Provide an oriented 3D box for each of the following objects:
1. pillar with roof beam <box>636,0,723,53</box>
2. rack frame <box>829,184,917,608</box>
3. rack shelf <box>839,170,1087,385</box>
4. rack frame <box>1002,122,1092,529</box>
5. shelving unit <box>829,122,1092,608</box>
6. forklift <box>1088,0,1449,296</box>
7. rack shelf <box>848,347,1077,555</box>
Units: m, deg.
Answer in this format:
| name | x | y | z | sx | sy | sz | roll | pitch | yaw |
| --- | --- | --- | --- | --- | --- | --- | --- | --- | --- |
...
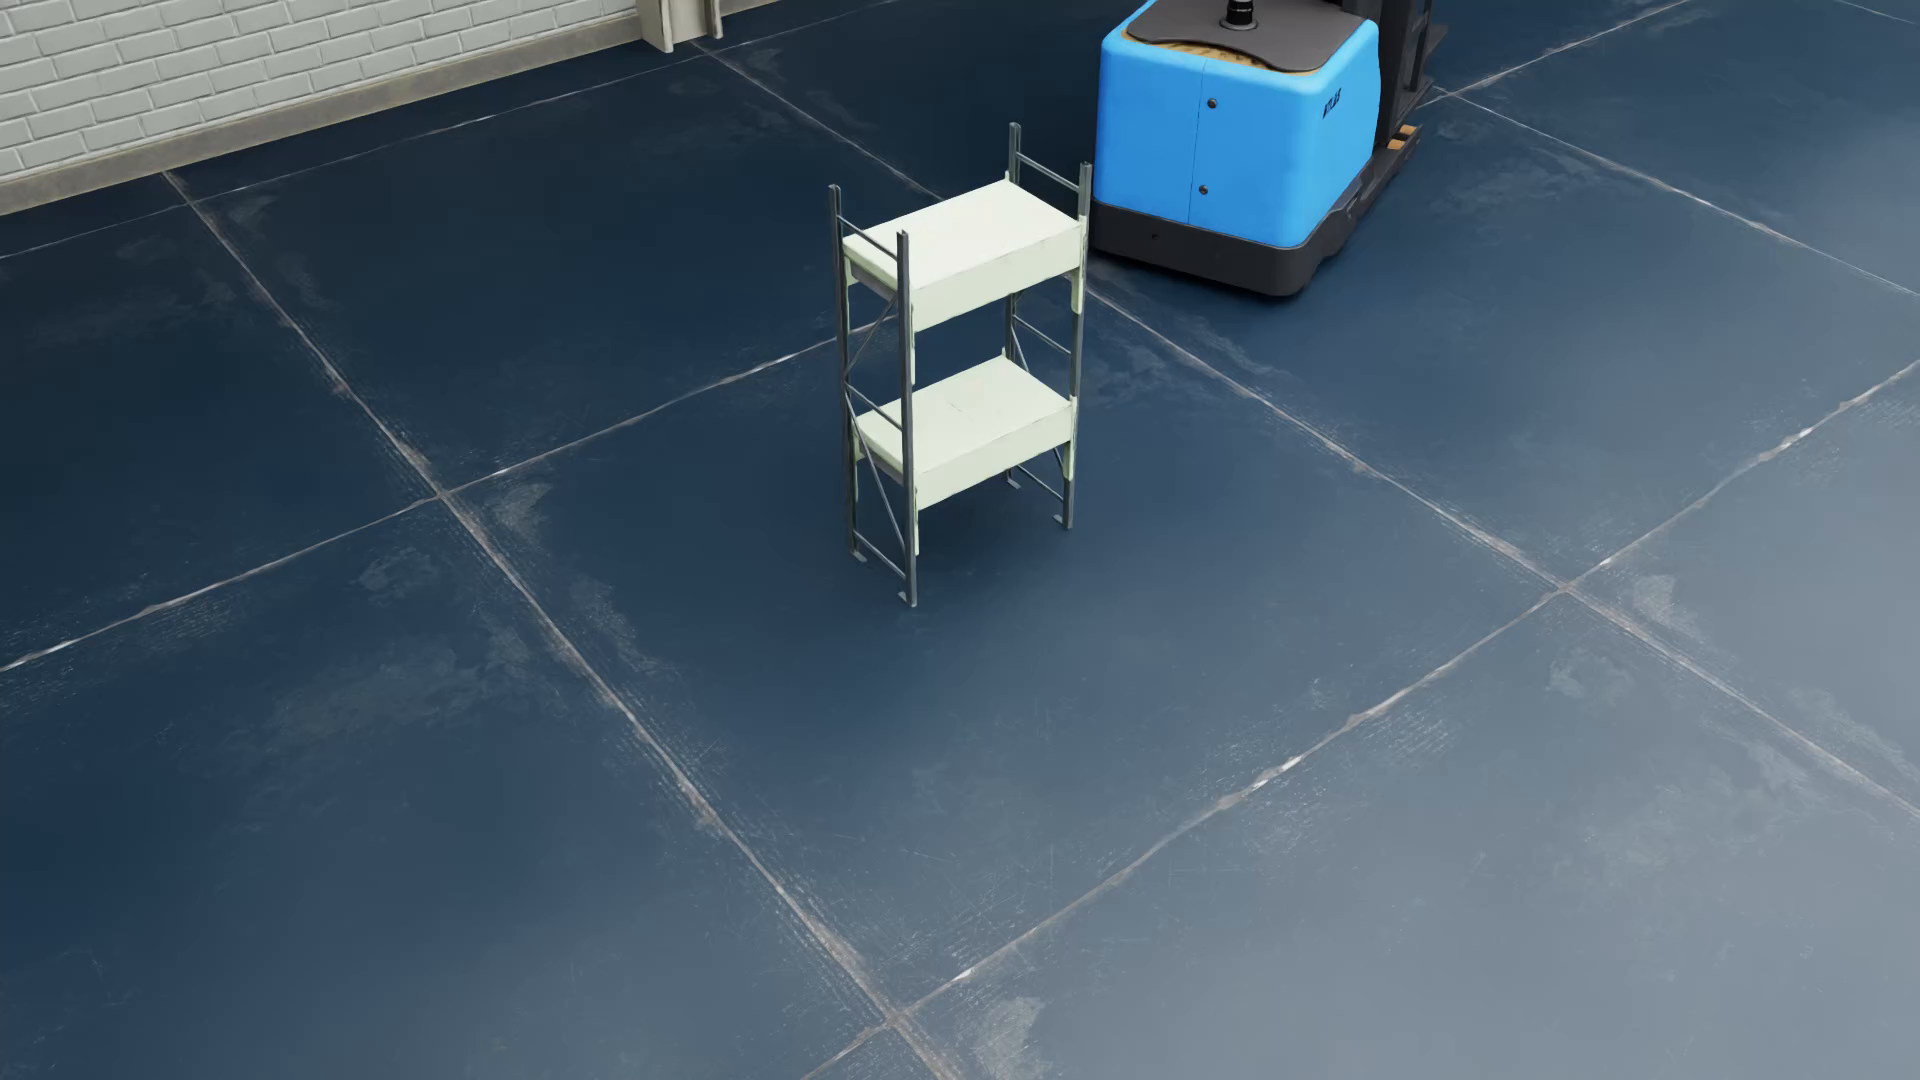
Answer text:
| name | x | y | z | sx | sy | sz | roll | pitch | yaw |
| --- | --- | --- | --- | --- | --- | --- | --- | --- | --- |
| pillar with roof beam | 0.966 | -4.313 | 4.412 | 0.400 | 9.000 | 9.100 | -26 | 46 | -28 |
| rack frame | -0.285 | -0.441 | 5.605 | 0.023 | 1.500 | 0.400 | -26 | 46 | -28 |
| rack shelf | 0.005 | -0.884 | 5.530 | 0.720 | 0.370 | 0.431 | -26 | 46 | -28 |
| rack frame | 0.295 | -0.724 | 5.950 | 0.023 | 1.500 | 0.400 | -26 | 46 | -28 |
| shelving unit | 0.005 | -0.582 | 5.777 | 0.755 | 1.500 | 0.431 | -26 | 46 | -28 |
| forklift | 1.753 | -3.149 | 7.778 | 1.130 | 2.935 | 3.031 | 19 | 43 | 22 |
| rack shelf | 0.005 | -0.330 | 5.984 | 0.720 | 0.370 | 0.431 | -26 | 46 | -28 |
